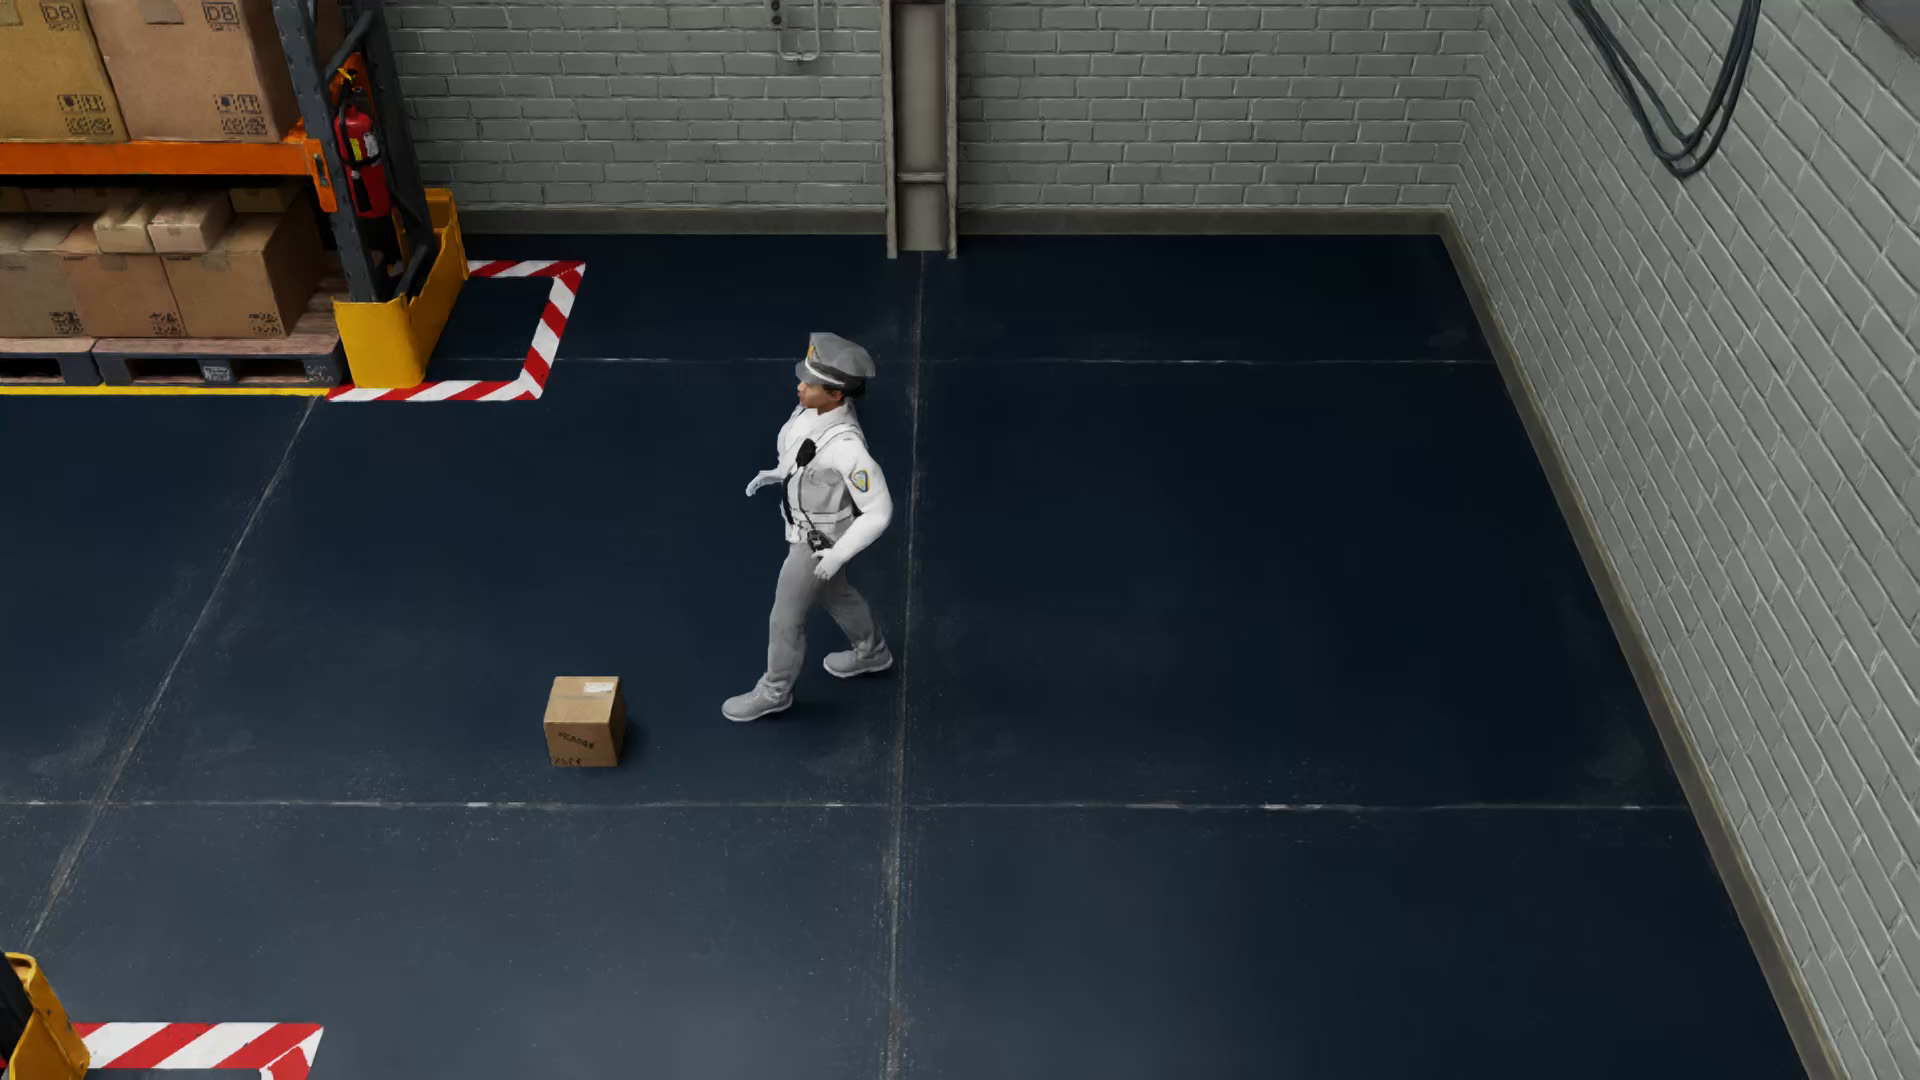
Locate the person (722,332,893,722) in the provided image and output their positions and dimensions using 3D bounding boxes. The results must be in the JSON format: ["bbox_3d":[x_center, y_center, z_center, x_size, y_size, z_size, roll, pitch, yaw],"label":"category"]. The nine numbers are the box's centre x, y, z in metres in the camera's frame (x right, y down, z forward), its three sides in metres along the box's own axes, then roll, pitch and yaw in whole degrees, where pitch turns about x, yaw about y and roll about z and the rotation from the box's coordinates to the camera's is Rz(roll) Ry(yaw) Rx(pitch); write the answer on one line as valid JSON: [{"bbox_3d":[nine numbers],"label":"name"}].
[{"bbox_3d":[-0.603,-0.019,6.145,0.710,1.691,0.662,-8,40,-9],"label":"person"}]
